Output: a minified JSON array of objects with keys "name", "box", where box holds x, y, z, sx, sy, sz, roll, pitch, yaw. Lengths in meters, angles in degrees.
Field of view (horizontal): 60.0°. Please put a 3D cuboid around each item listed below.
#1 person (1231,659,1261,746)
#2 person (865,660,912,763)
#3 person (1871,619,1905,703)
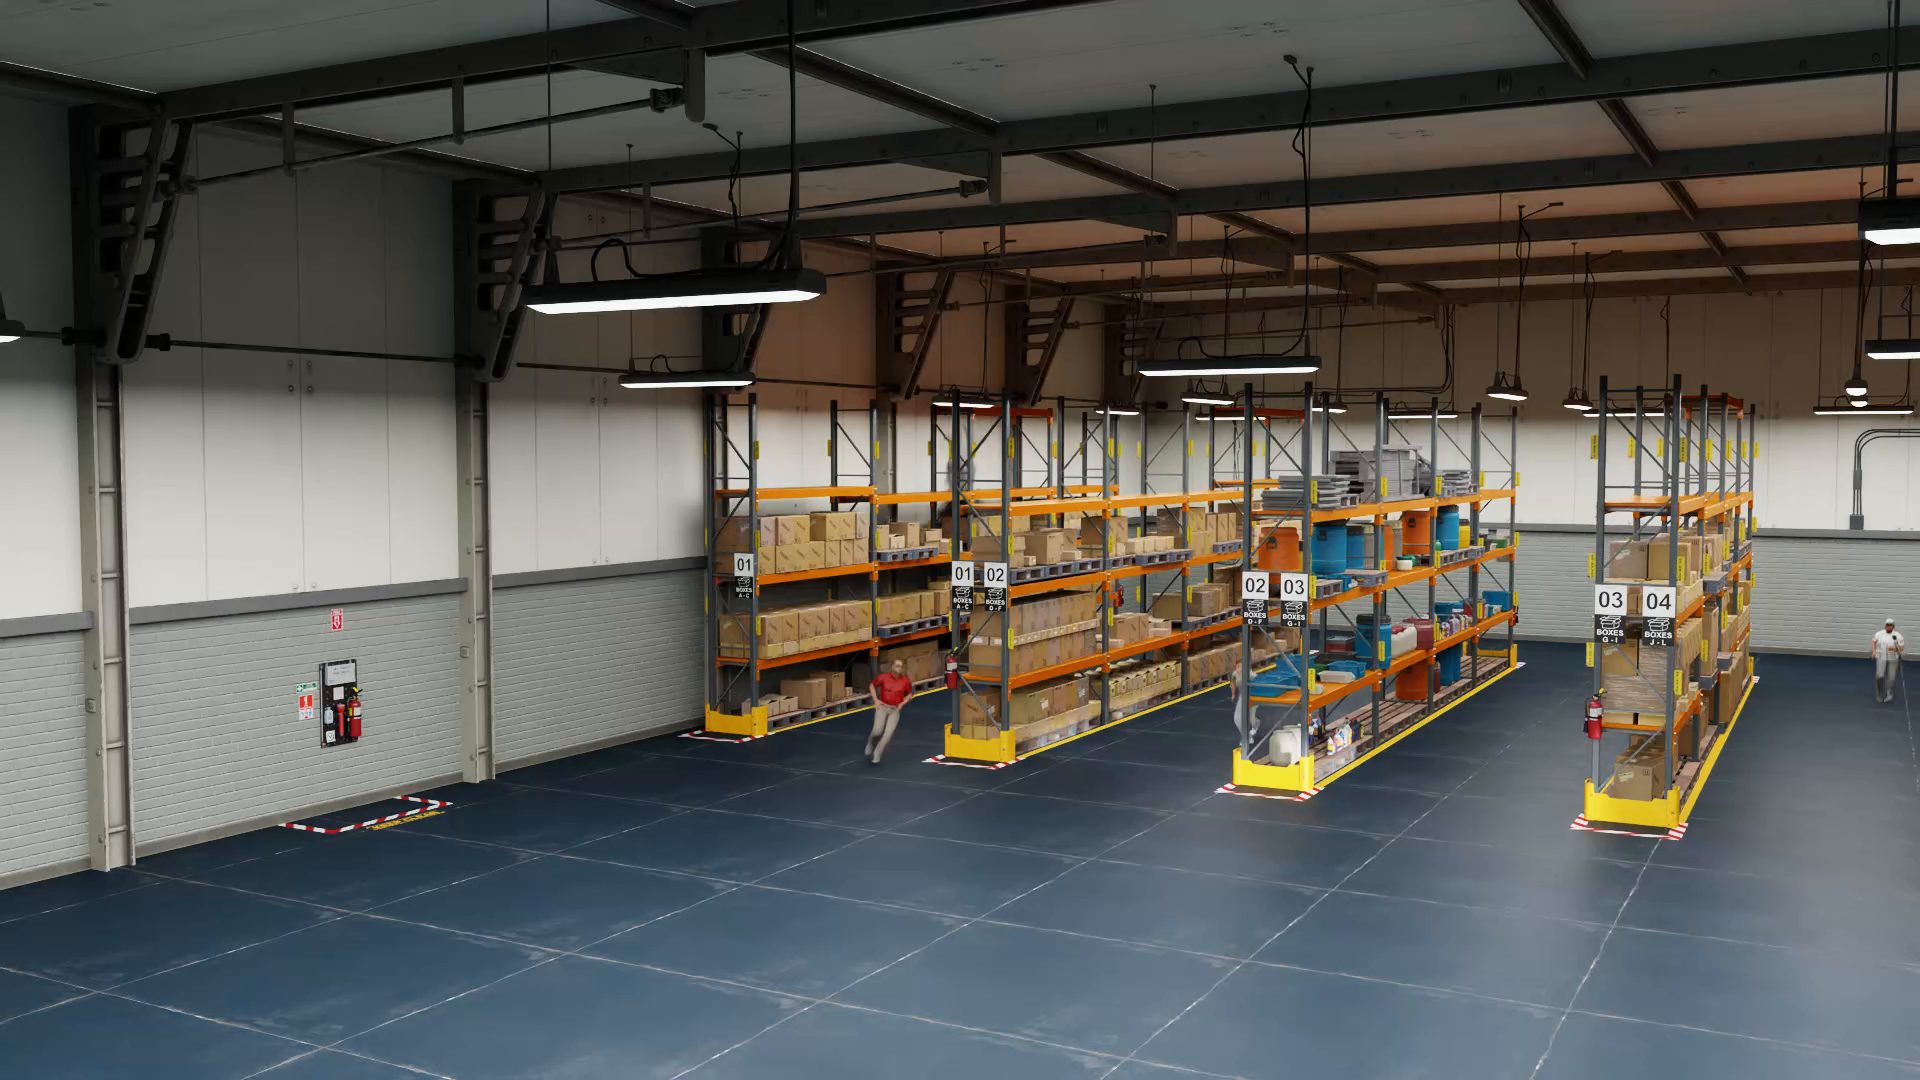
[{"name":"person","box":[4.938,2.736,28.309,0.567,1.518,0.964,2,4,33]},{"name":"person","box":[-1.139,2.741,26.778,0.749,1.653,0.612,-1,3,-11]},{"name":"person","box":[18.365,2.401,32.930,0.582,1.683,0.686,2,4,30]}]
